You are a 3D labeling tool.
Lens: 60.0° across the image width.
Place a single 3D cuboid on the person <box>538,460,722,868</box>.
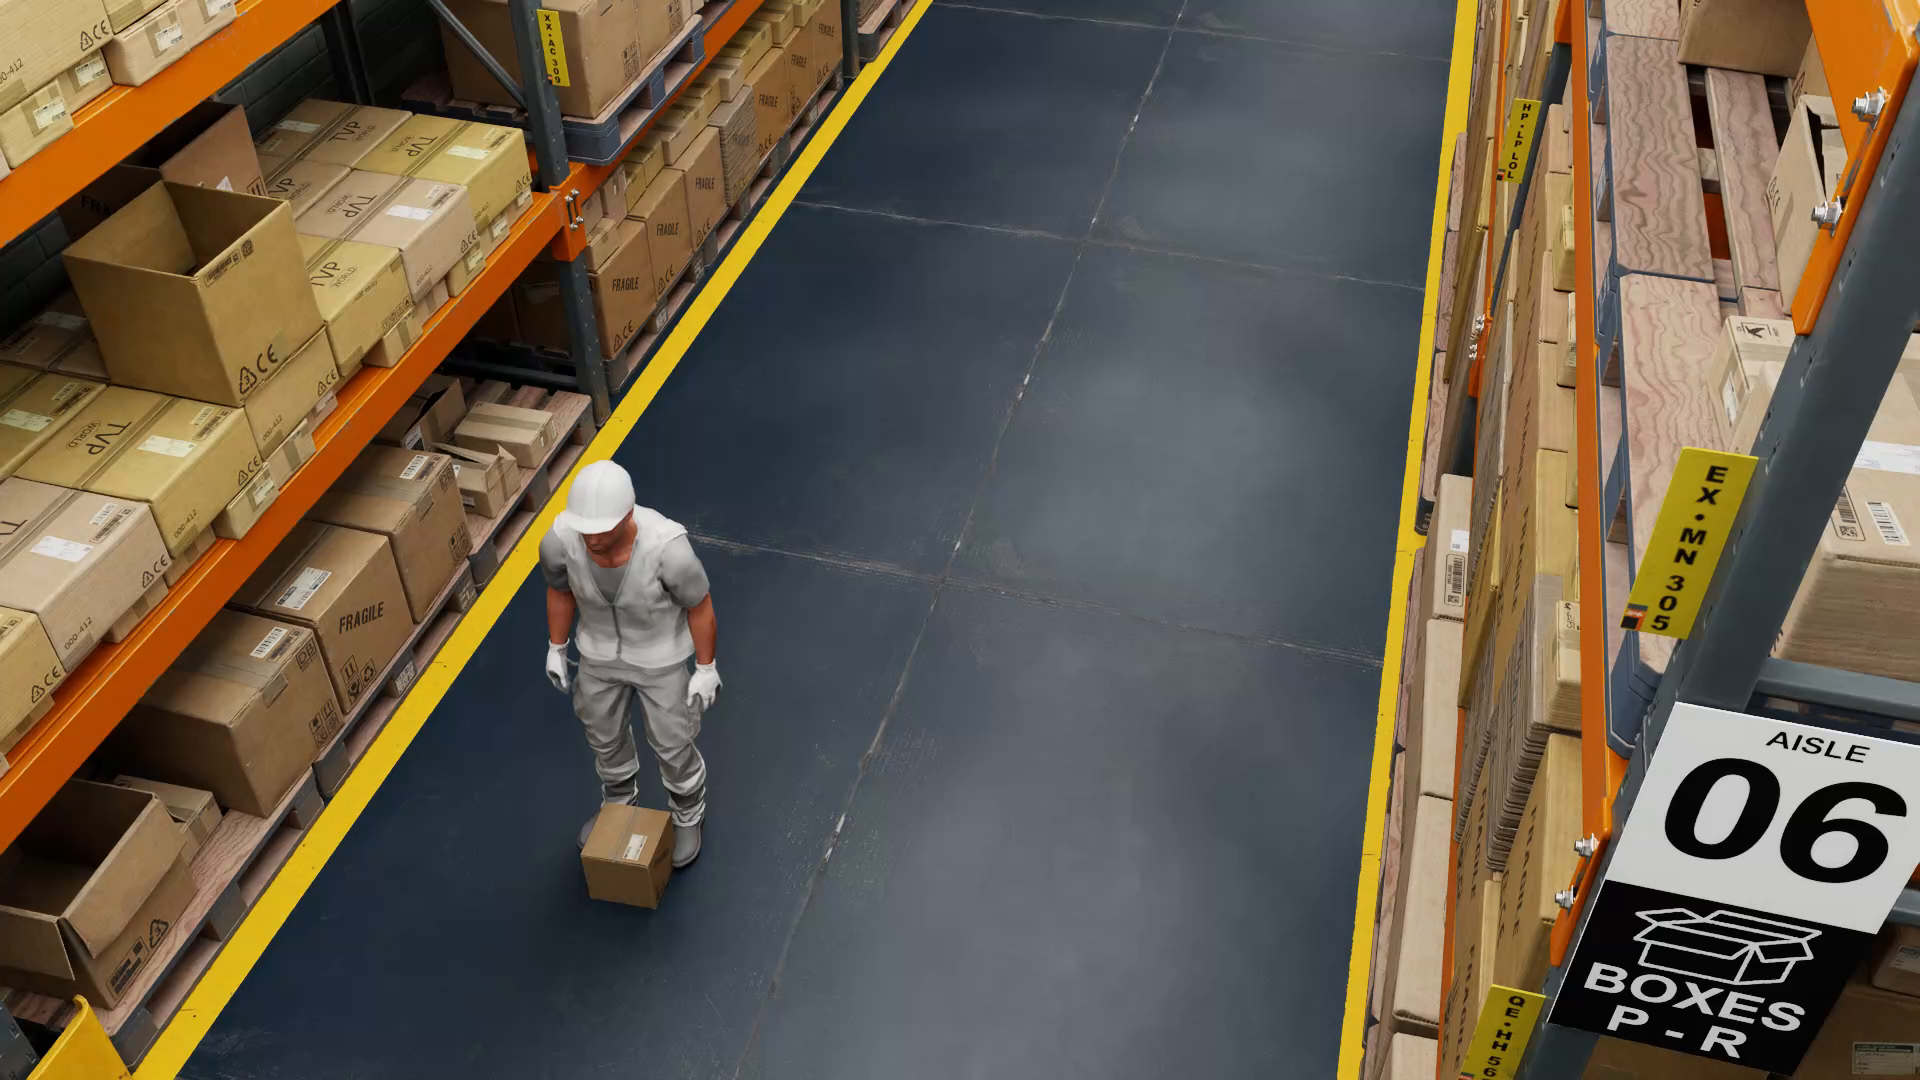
[{"bbox_3d":[-1.114,0.418,5.659,0.619,1.779,0.450,8,41,9],"label":"person"}]
